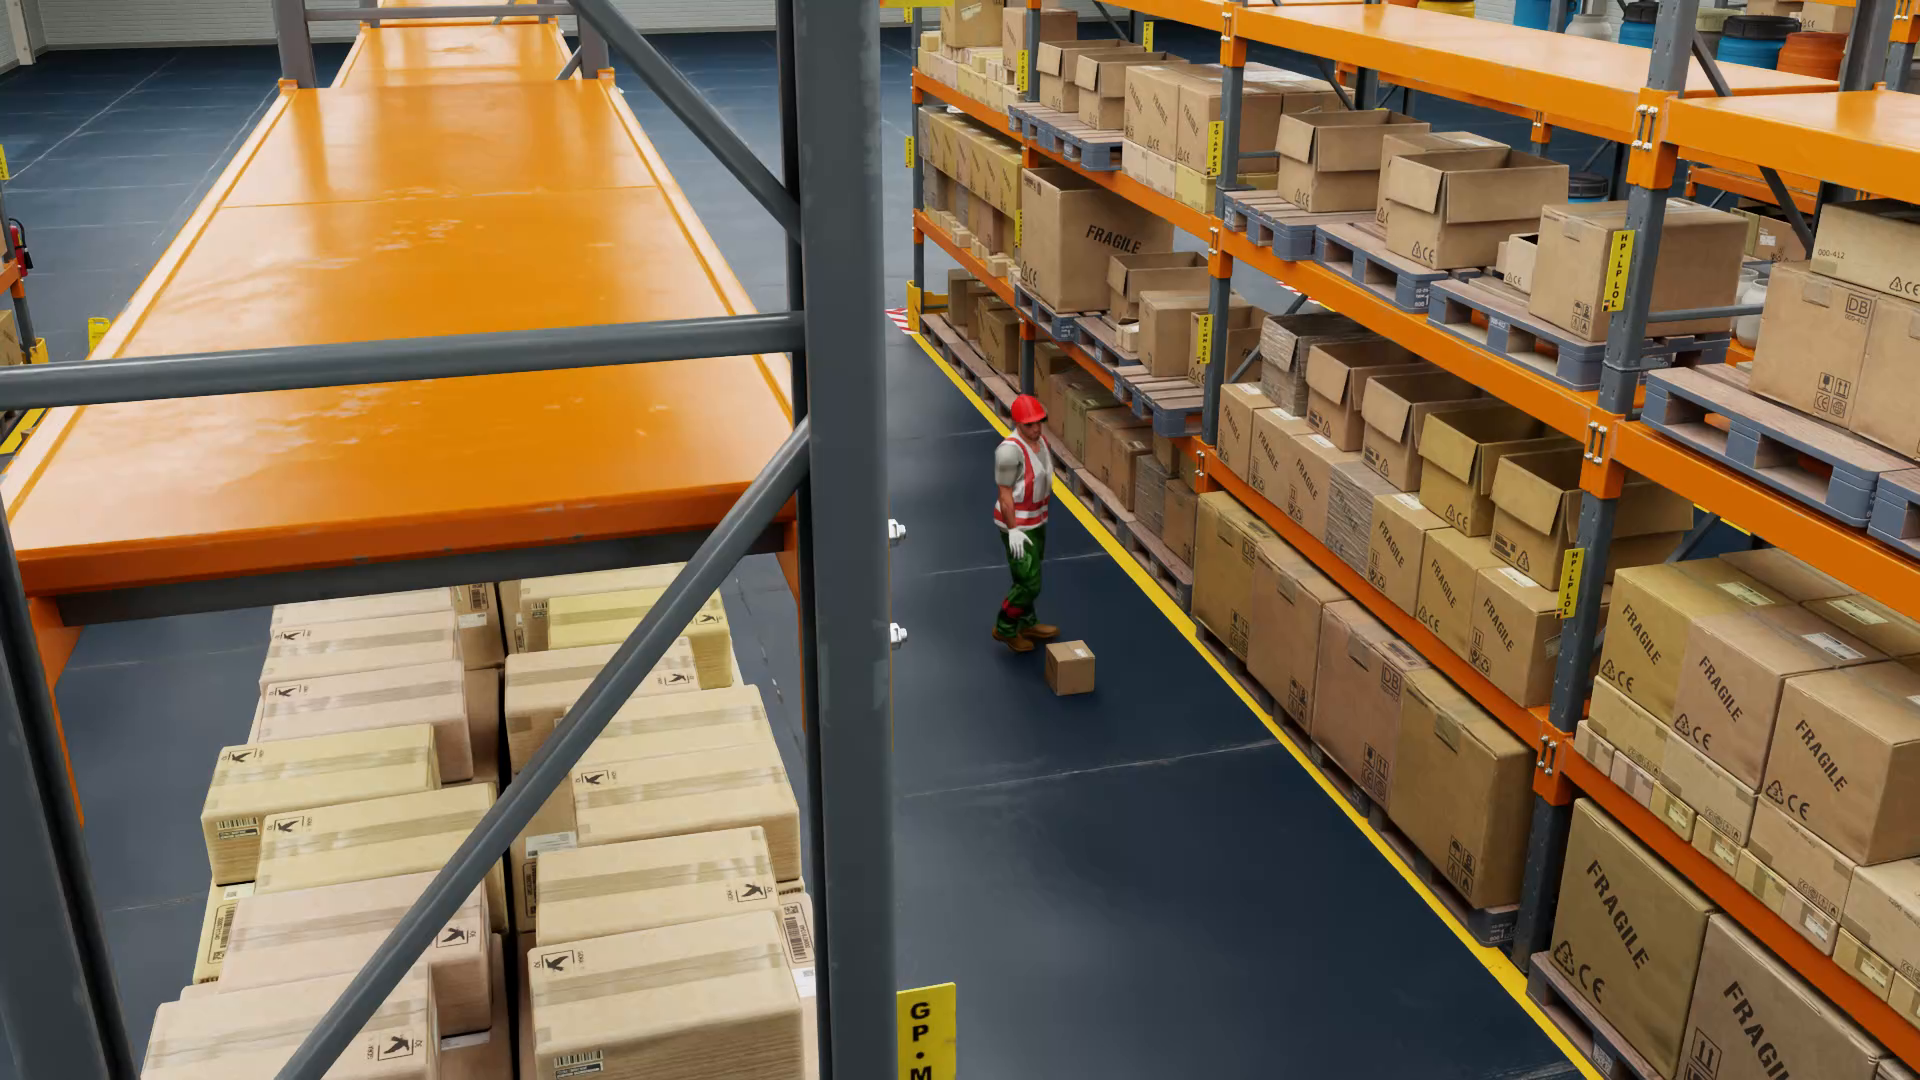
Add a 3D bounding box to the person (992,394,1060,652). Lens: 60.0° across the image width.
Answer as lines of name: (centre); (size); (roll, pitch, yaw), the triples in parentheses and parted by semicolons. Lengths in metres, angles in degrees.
person: (0.433, -0.107, 10.820); (0.379, 1.779, 0.587); (12, 26, 26)
